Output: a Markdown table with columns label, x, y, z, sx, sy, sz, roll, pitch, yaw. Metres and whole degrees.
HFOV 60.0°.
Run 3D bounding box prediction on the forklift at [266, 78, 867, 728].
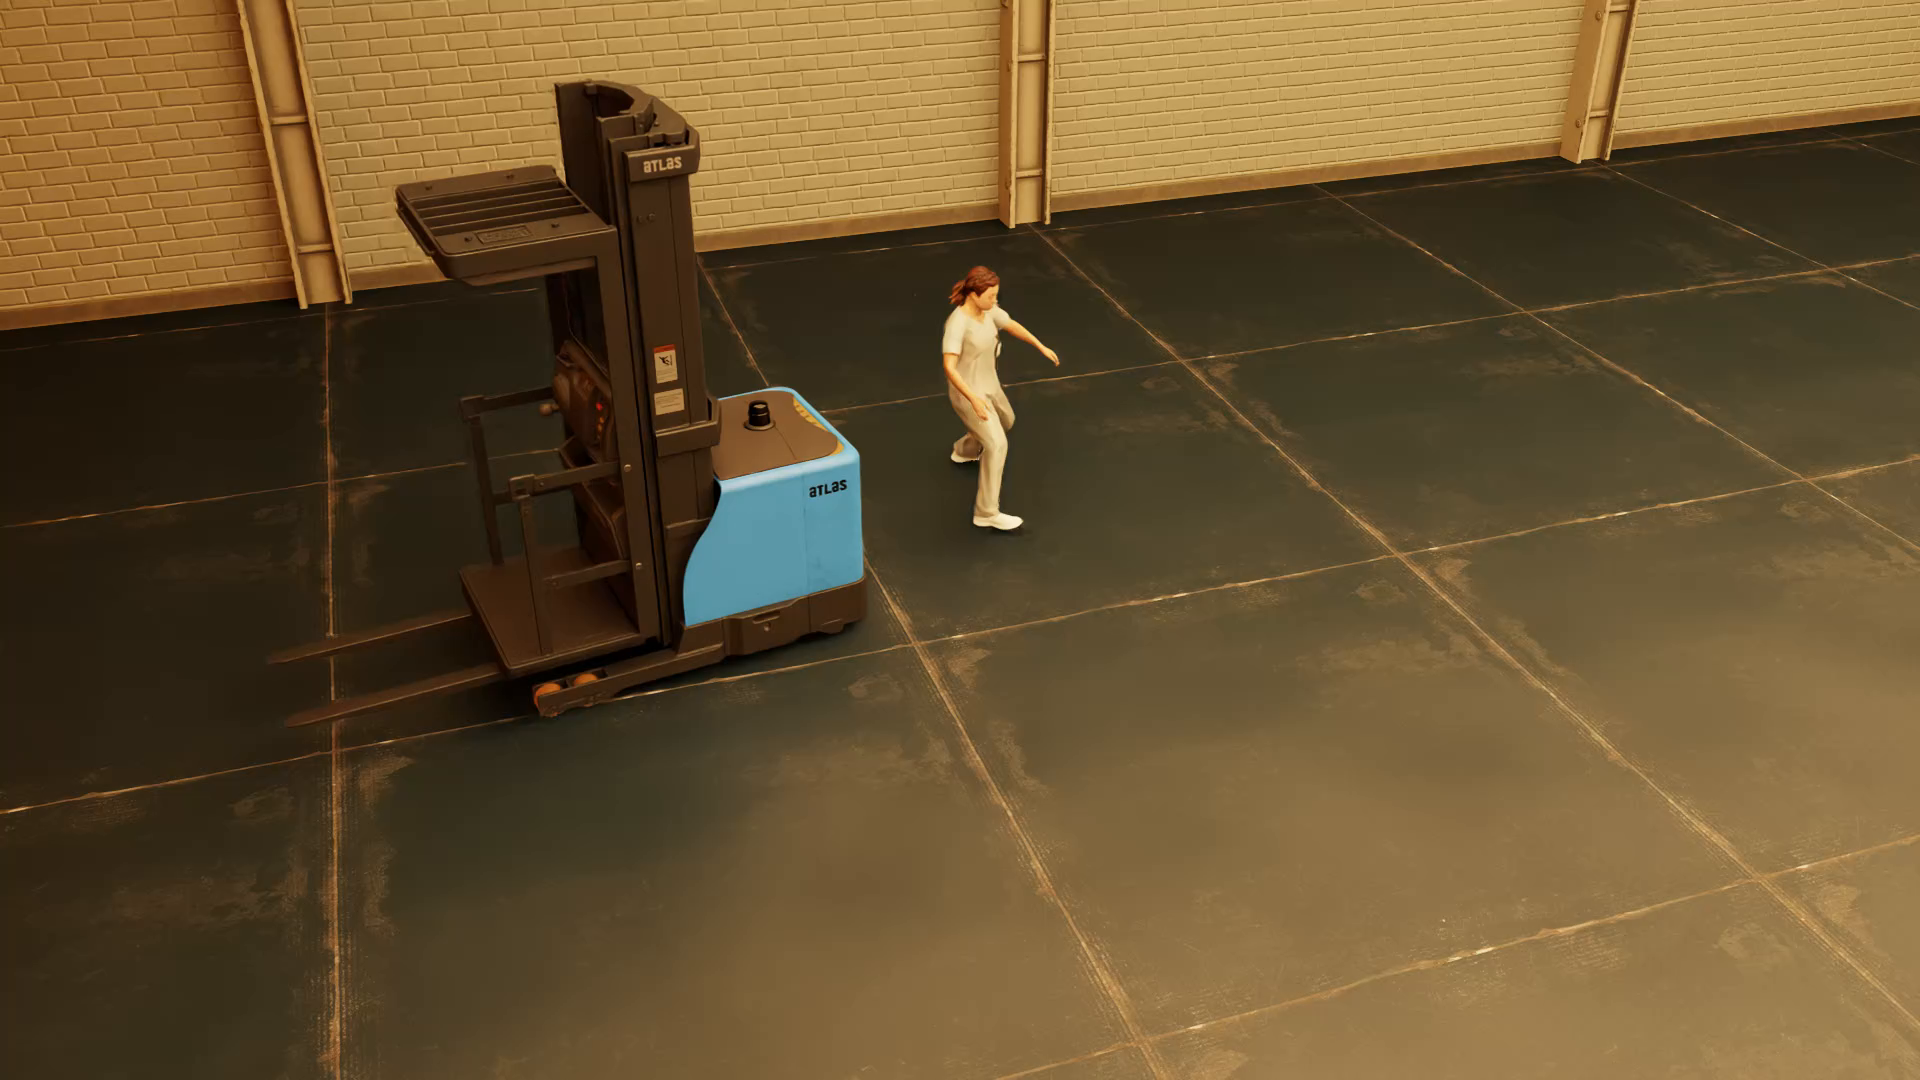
| label | x | y | z | sx | sy | sz | roll | pitch | yaw |
| --- | --- | --- | --- | --- | --- | --- | --- | --- | --- |
| forklift | -2.060 | -0.672 | 8.256 | 3.031 | 2.935 | 1.130 | -15 | 33 | -24 |

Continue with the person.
| label | x | y | z | sx | sy | sz | roll | pitch | yaw |
| --- | --- | --- | --- | --- | --- | --- | --- | --- | --- |
| person | 0.185 | -0.933 | 10.186 | 0.881 | 1.538 | 0.936 | 17 | 34 | 28 |
